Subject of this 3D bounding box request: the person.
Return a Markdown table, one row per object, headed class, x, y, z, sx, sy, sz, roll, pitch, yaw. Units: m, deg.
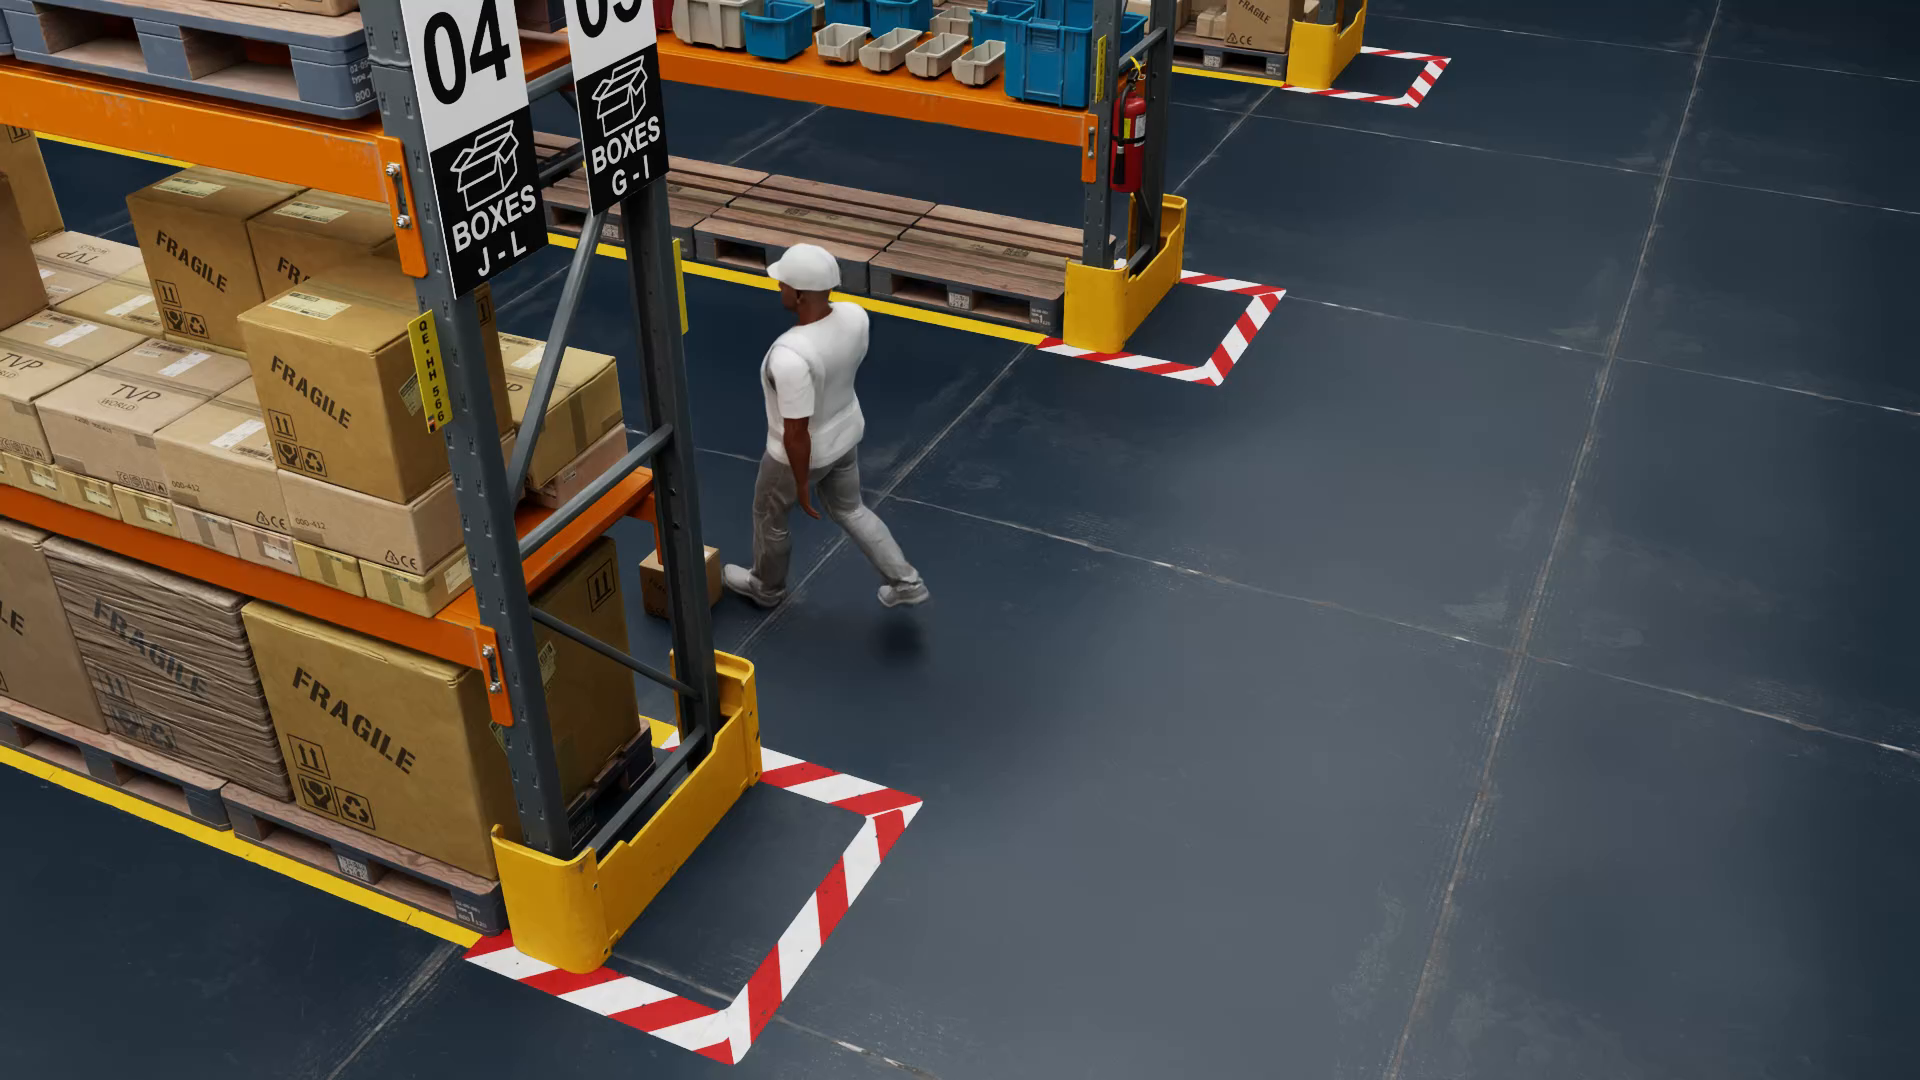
| class | x | y | z | sx | sy | sz | roll | pitch | yaw |
| --- | --- | --- | --- | --- | --- | --- | --- | --- | --- |
| person | -0.600 | -0.405 | 6.762 | 0.986 | 1.738 | 0.583 | 22 | 39 | 29 |
